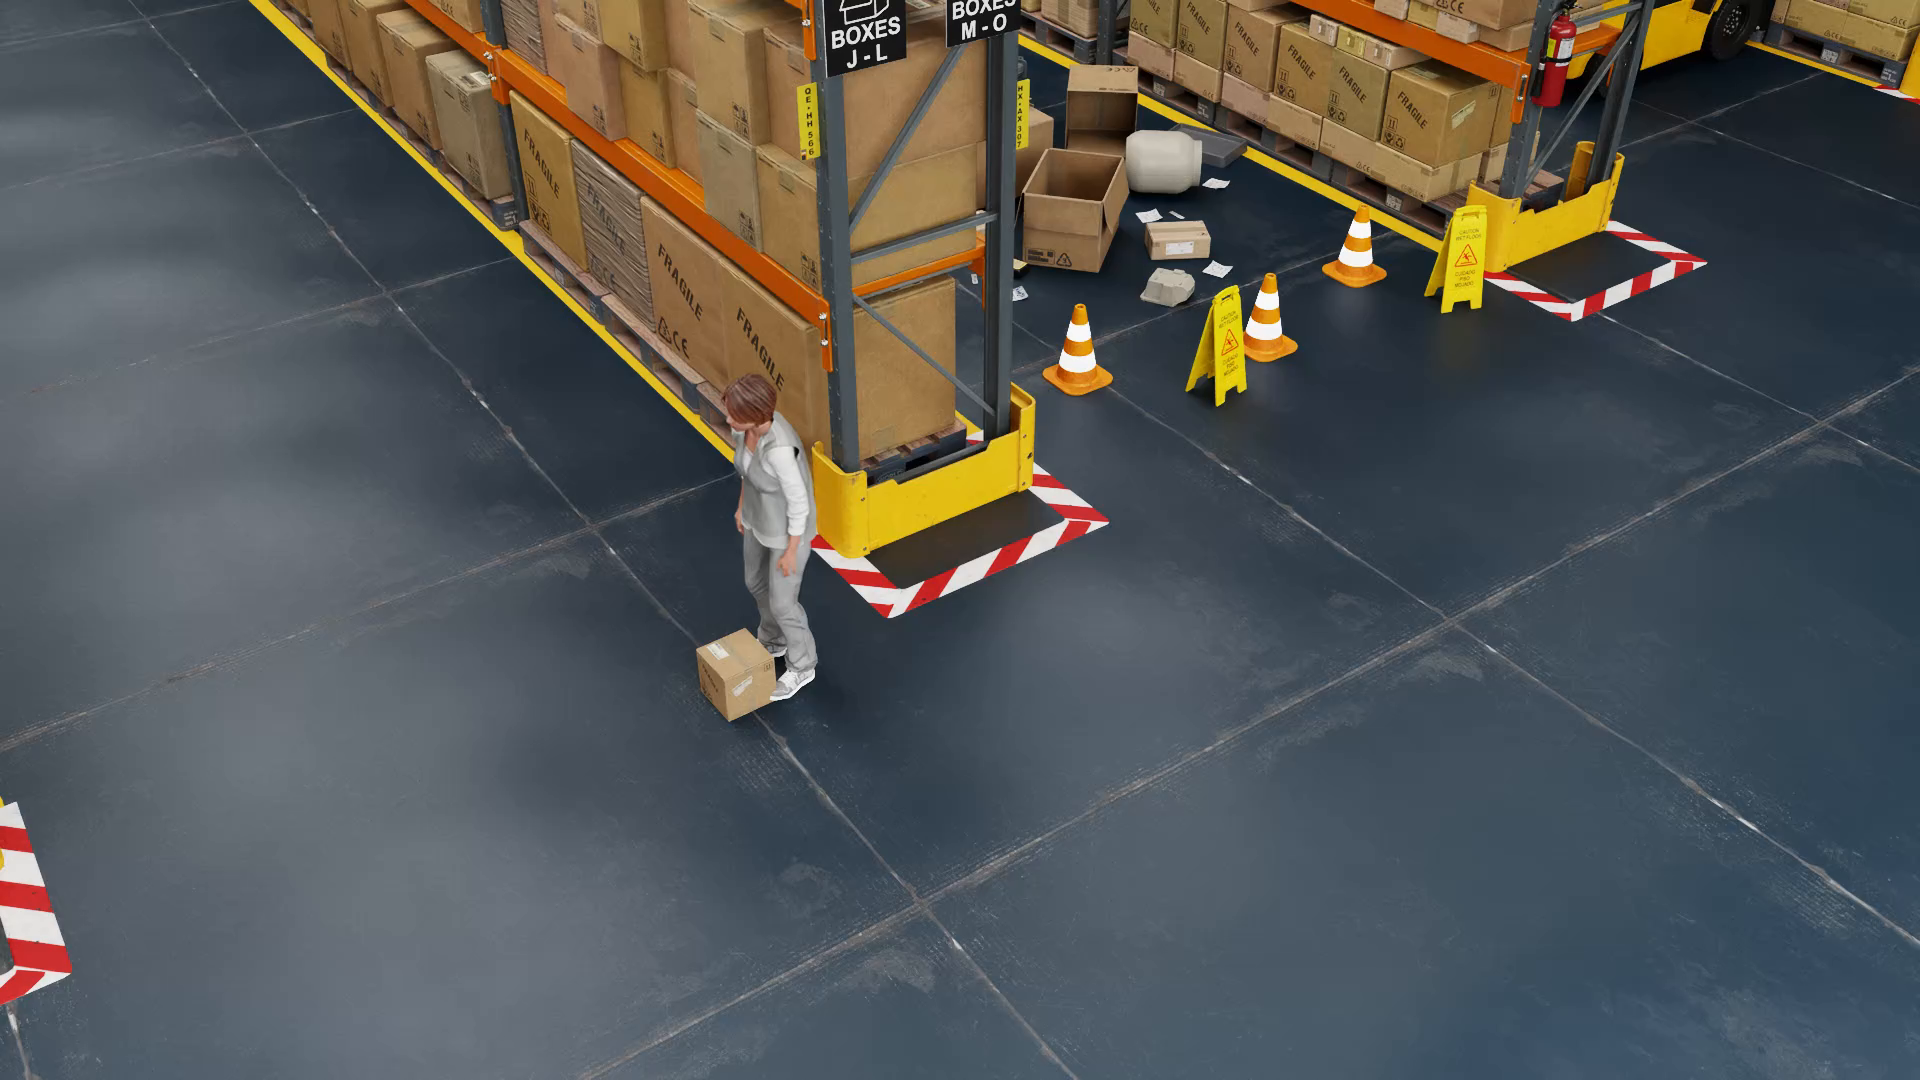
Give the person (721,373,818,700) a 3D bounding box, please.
[{"bbox_3d":[-0.794,-0.032,7.051,0.345,1.593,0.464,-23,43,-27],"label":"person"}]
